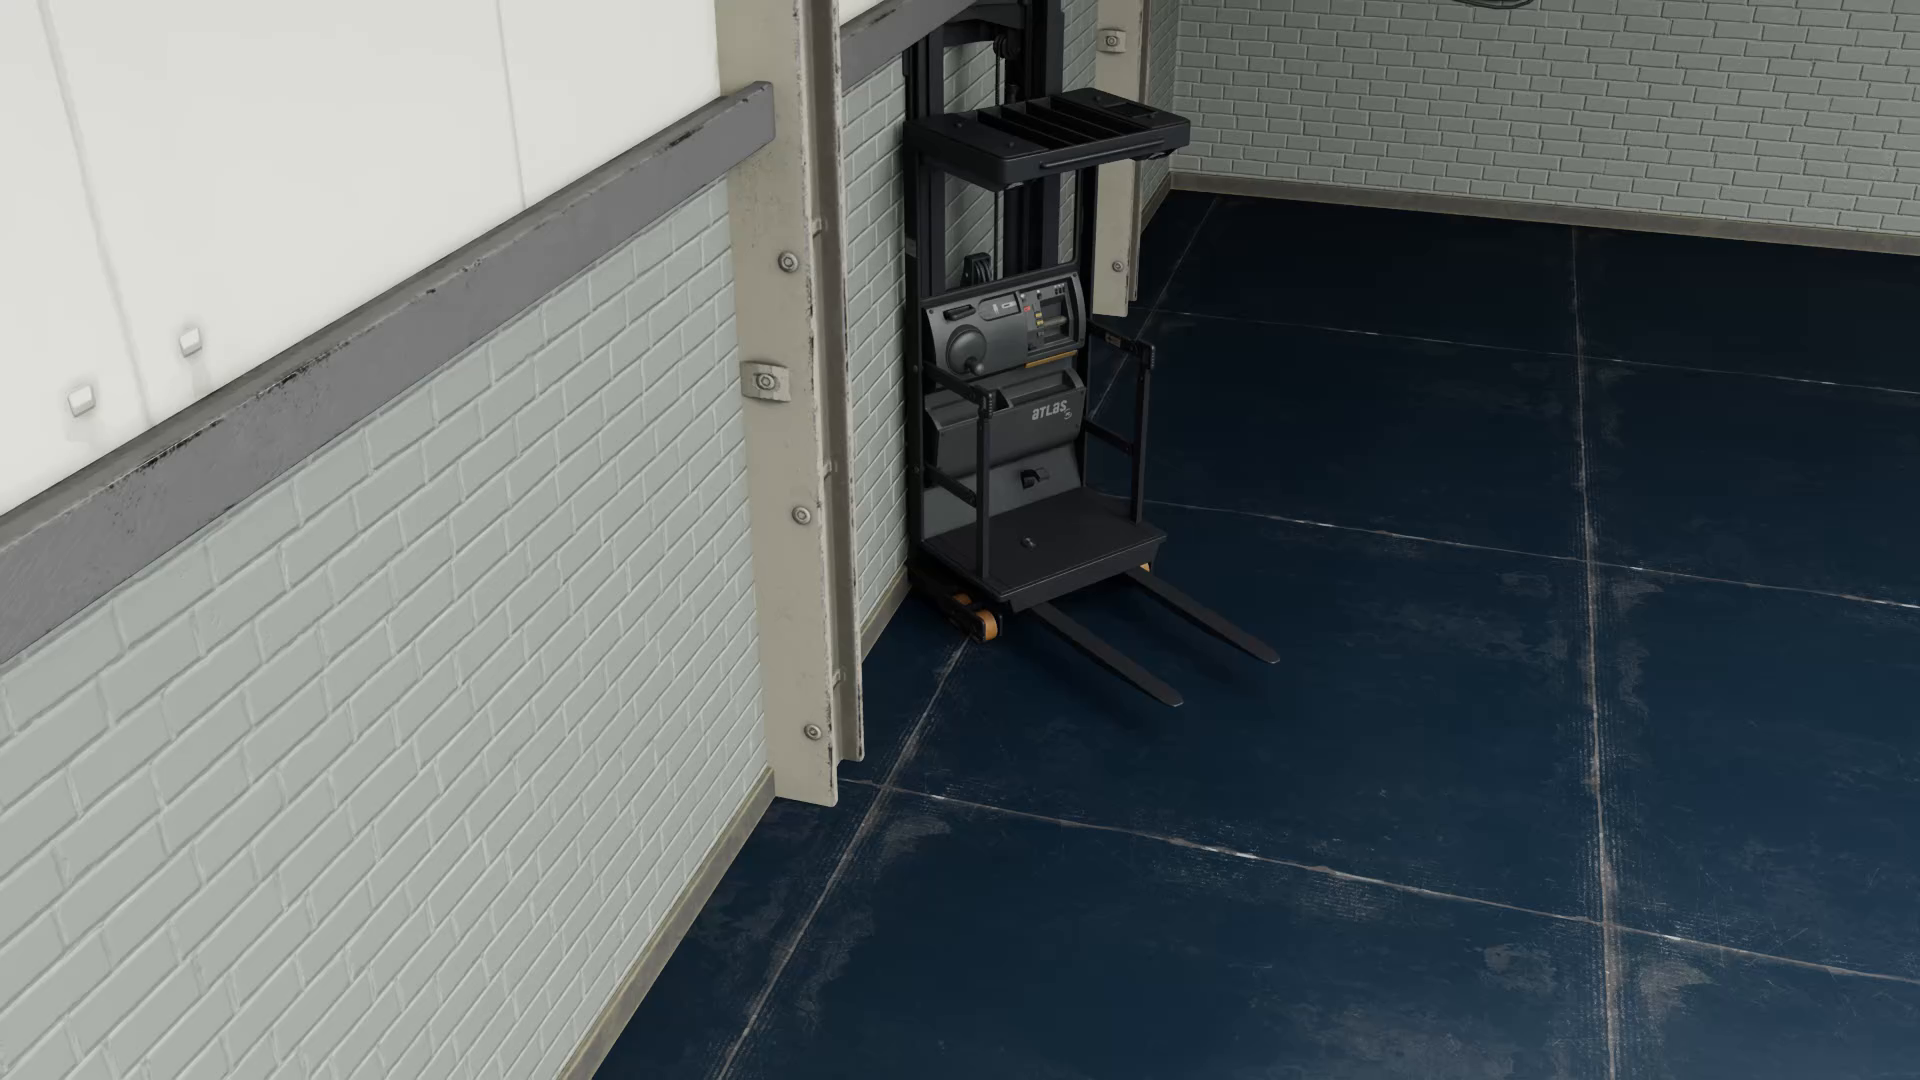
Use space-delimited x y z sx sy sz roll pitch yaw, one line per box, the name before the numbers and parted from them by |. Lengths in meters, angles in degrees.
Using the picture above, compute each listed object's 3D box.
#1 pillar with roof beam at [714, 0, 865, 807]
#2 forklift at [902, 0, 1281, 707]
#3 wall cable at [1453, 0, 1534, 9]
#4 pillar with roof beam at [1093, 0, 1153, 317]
pillar with roof beam | 3.481 -2.279 4.090 9.100 9.000 0.400 8 30 15
forklift | 0.359 -1.034 8.093 1.130 2.935 3.031 -19 34 -30
wall cable | 3.256 -5.505 13.084 3.097 2.526 0.112 8 30 15
pillar with roof beam | 5.242 -5.067 9.103 9.100 9.000 0.400 8 30 15
